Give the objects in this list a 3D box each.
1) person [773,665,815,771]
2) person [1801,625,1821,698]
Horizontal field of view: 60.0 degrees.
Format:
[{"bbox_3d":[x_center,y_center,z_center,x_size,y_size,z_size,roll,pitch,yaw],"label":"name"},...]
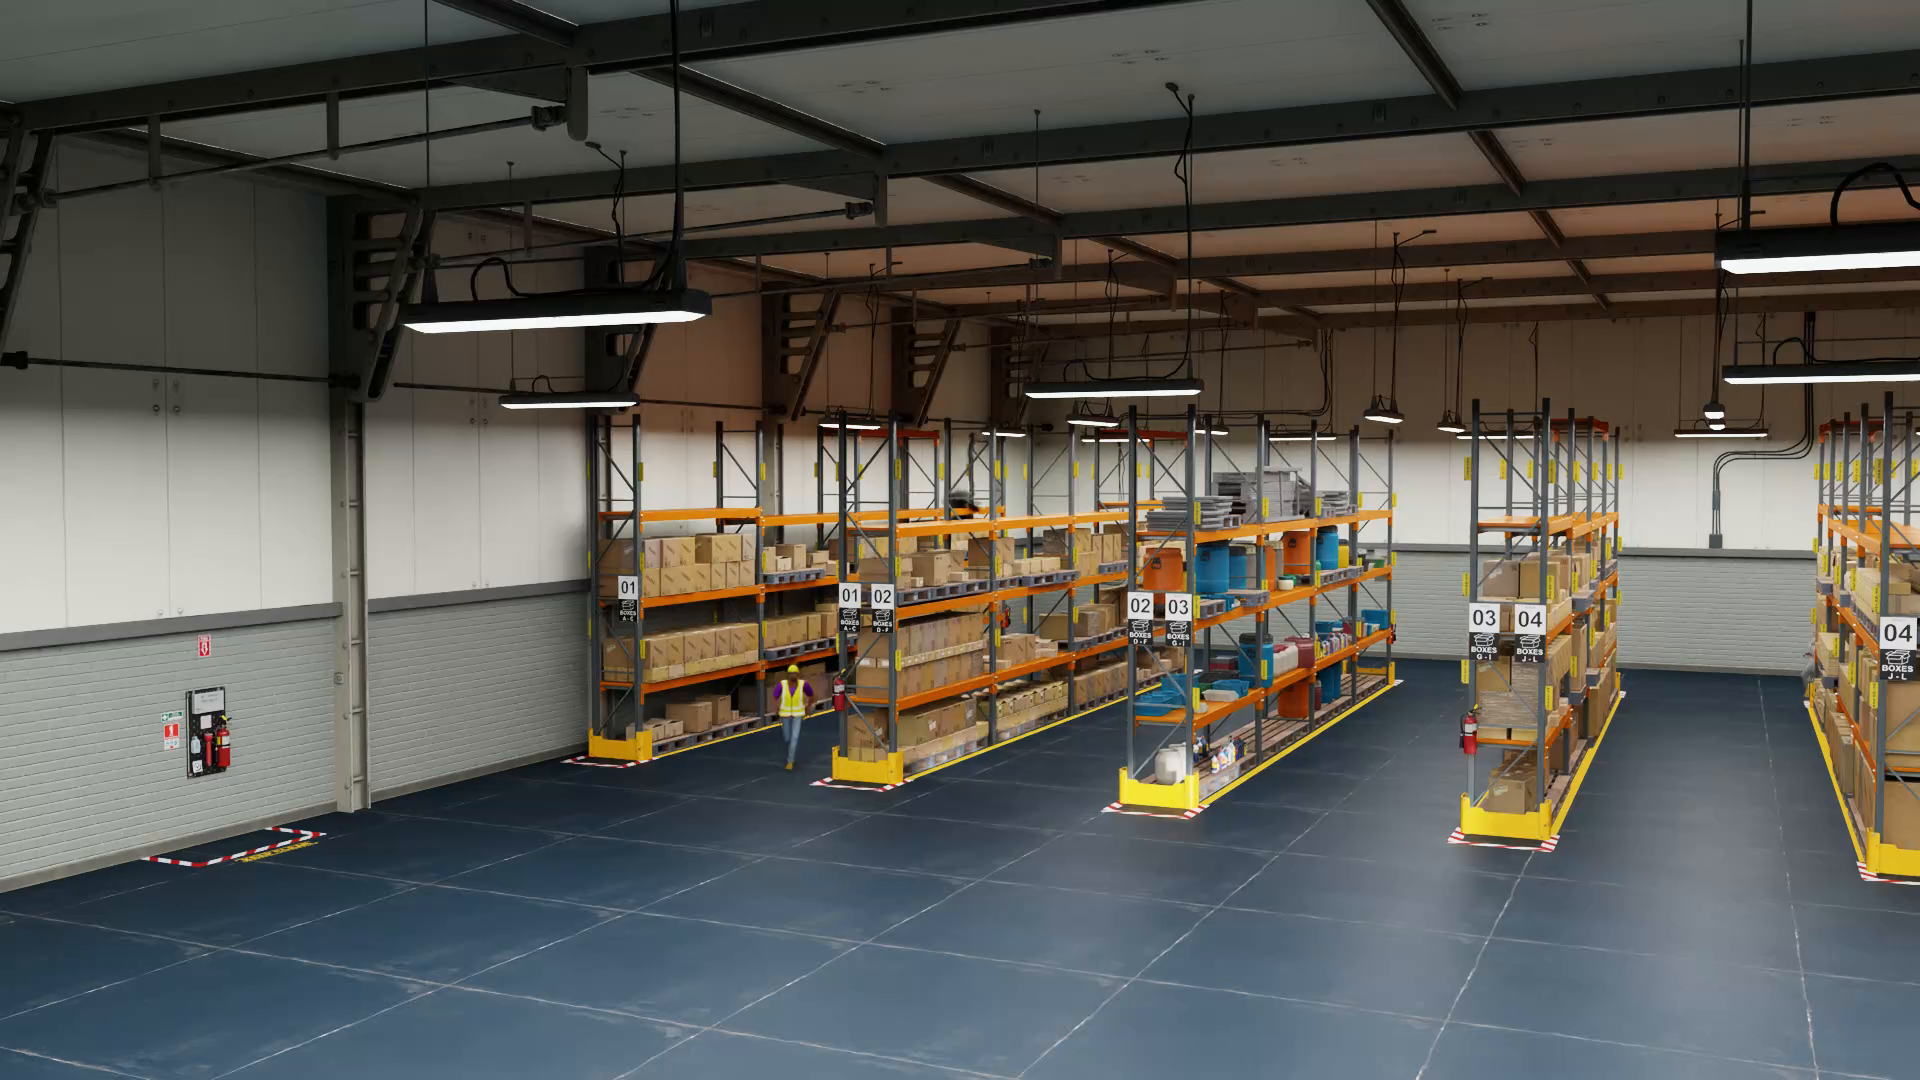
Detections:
[{"bbox_3d":[-2.830,2.983,28.197,0.704,1.742,0.964,0,2,0],"label":"person"},{"bbox_3d":[18.846,2.698,36.564,0.634,1.675,0.727,1,3,23],"label":"person"}]
